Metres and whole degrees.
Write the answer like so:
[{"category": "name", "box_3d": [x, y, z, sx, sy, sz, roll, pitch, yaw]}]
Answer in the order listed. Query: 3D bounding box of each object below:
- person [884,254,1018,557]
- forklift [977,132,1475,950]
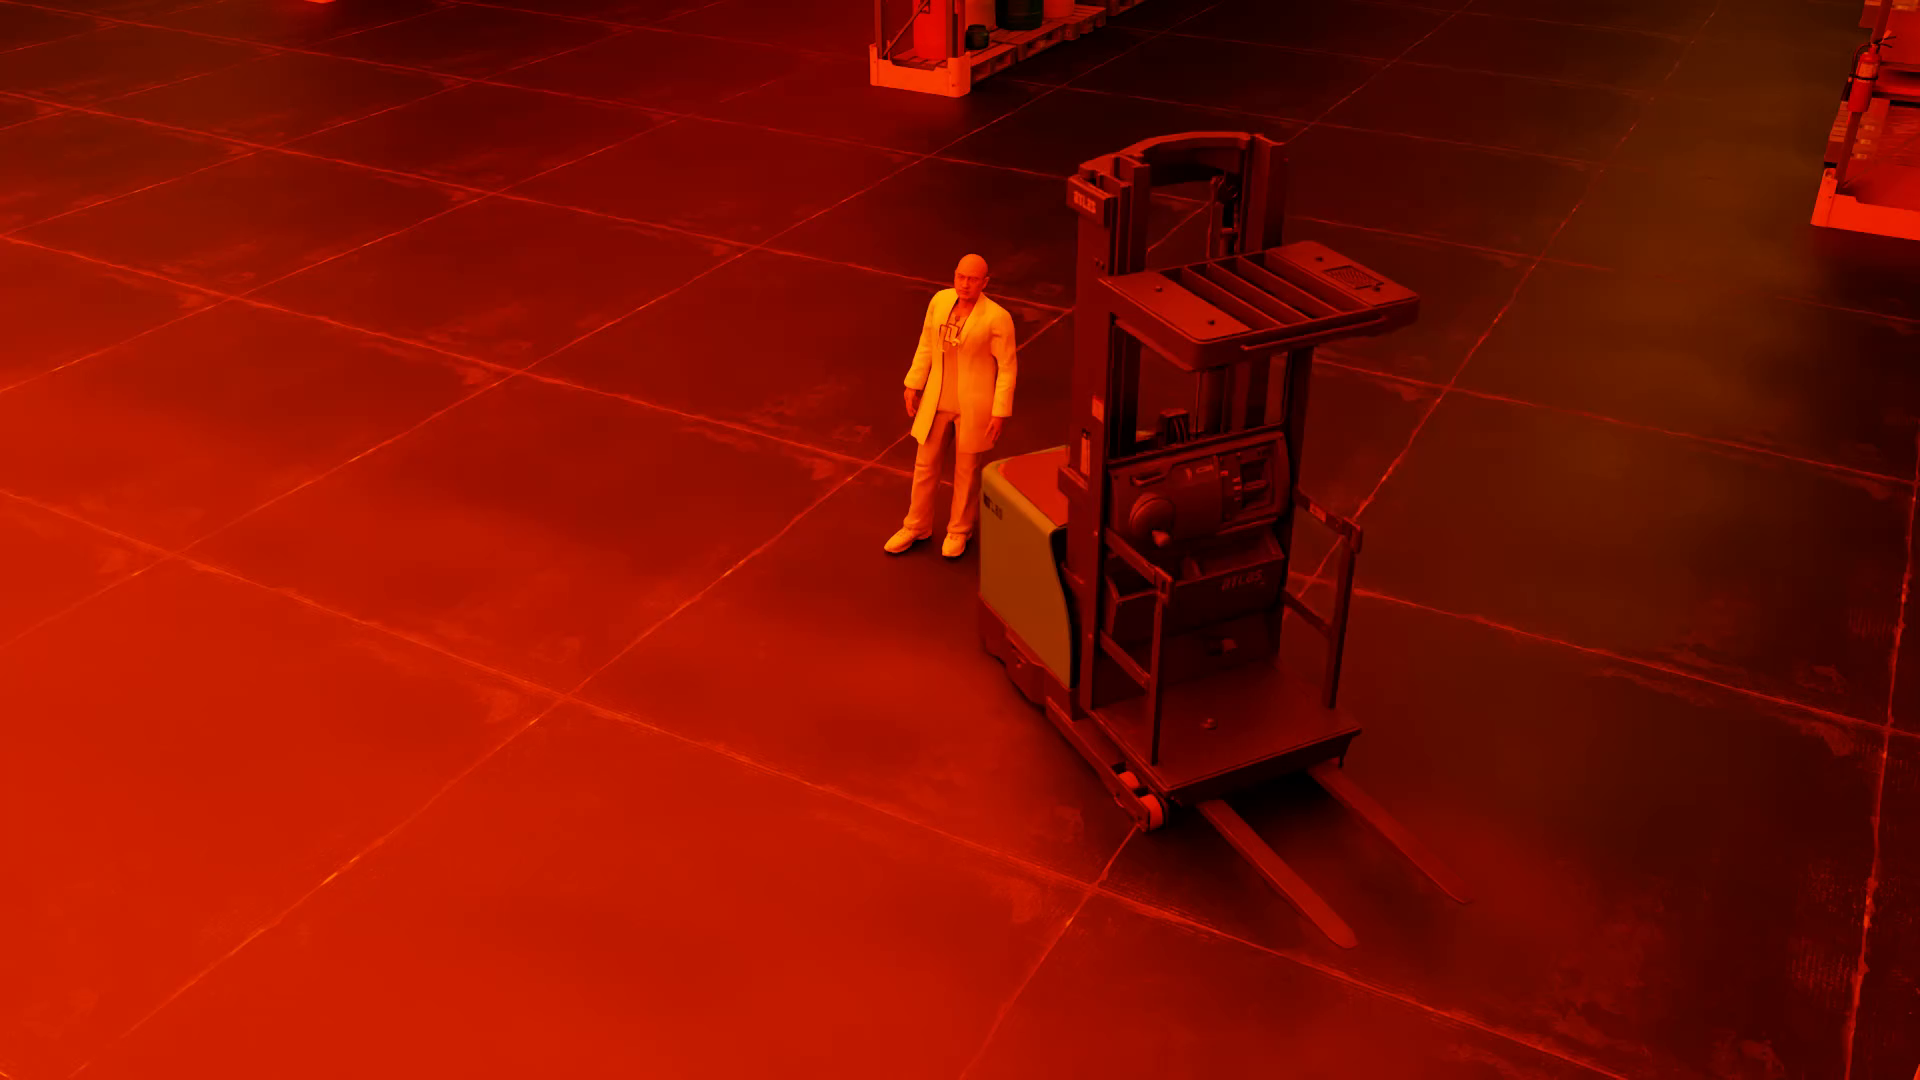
[{"category": "person", "box_3d": [-0.048, -0.738, 9.489, 0.696, 1.776, 0.581, 15, 33, 25]}, {"category": "forklift", "box_3d": [1.191, -0.178, 7.380, 1.130, 2.935, 3.031, -14, 33, -22]}]
